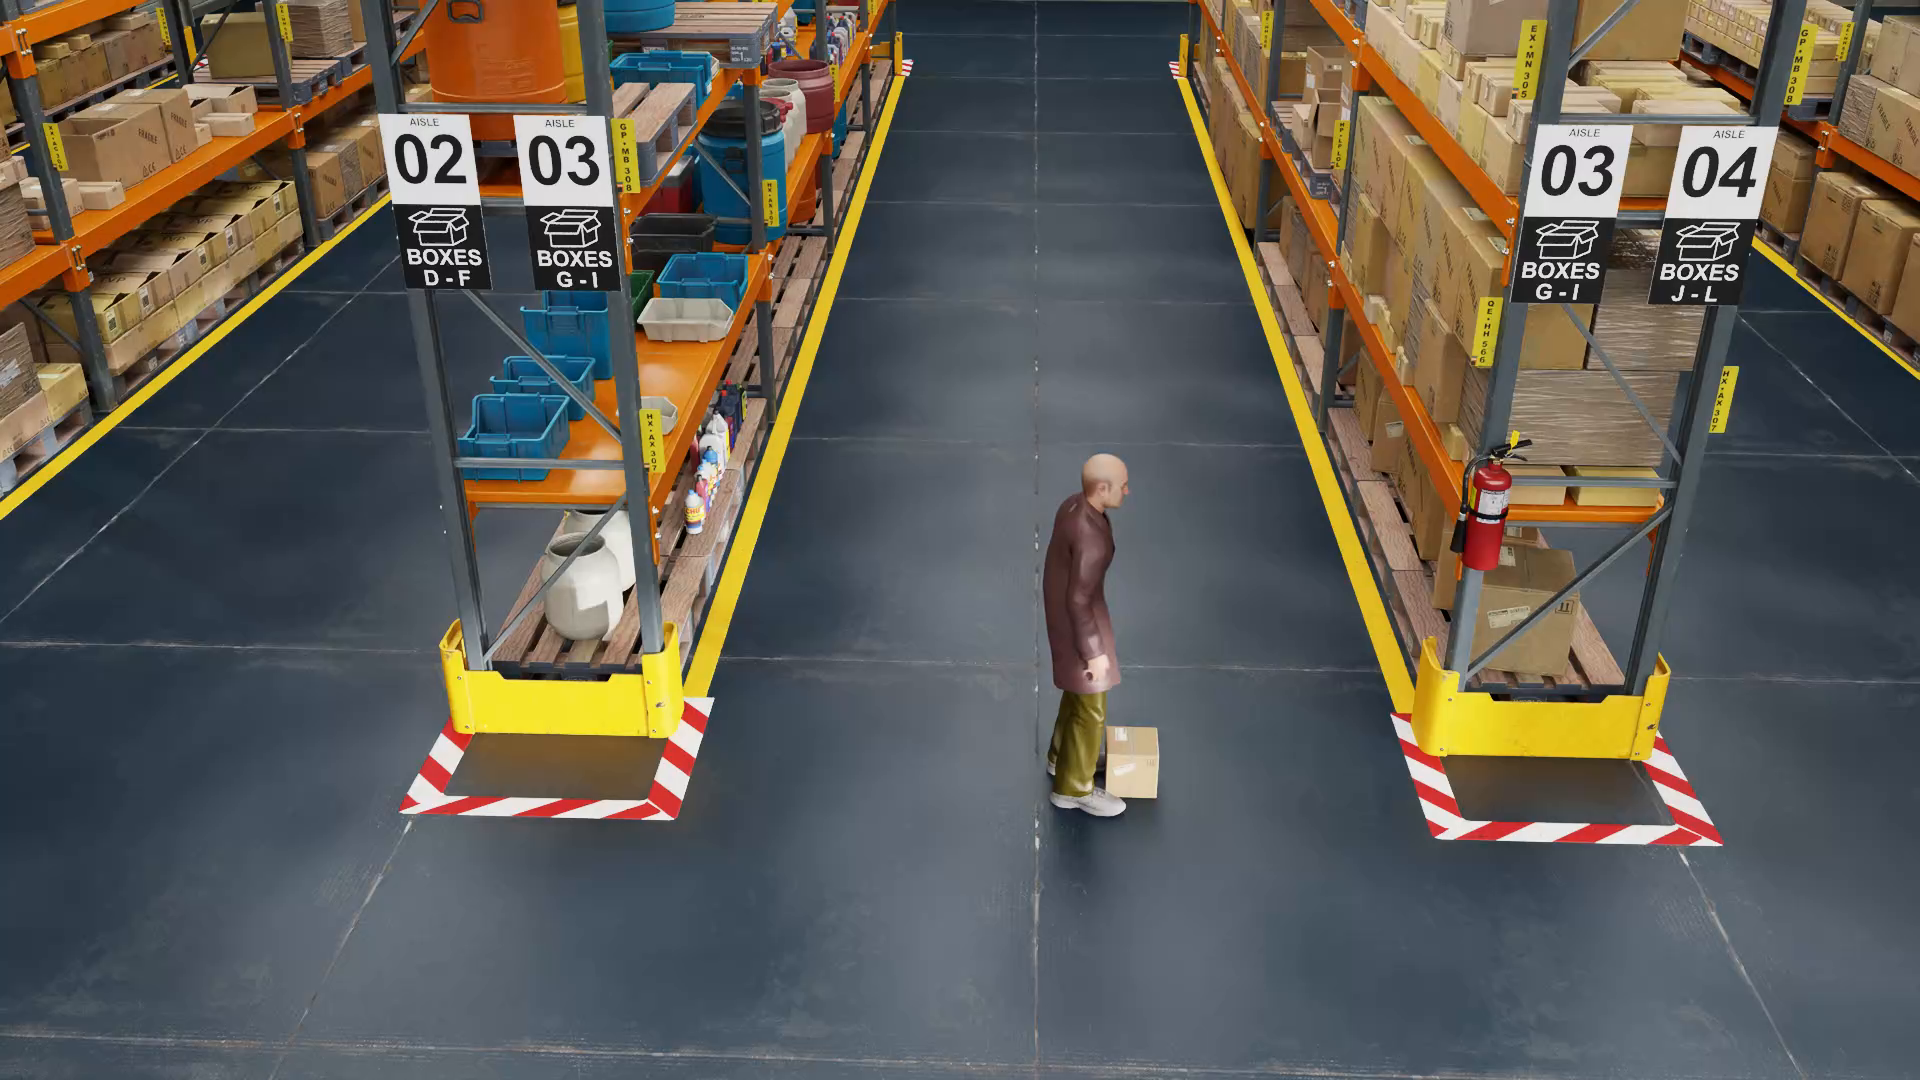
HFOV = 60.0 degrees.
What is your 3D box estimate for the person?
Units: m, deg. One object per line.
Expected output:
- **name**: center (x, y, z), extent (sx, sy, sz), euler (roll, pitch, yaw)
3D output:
- **person**: center (0.596, 0.500, 7.883), extent (0.419, 1.586, 0.646), euler (1, 28, 1)
